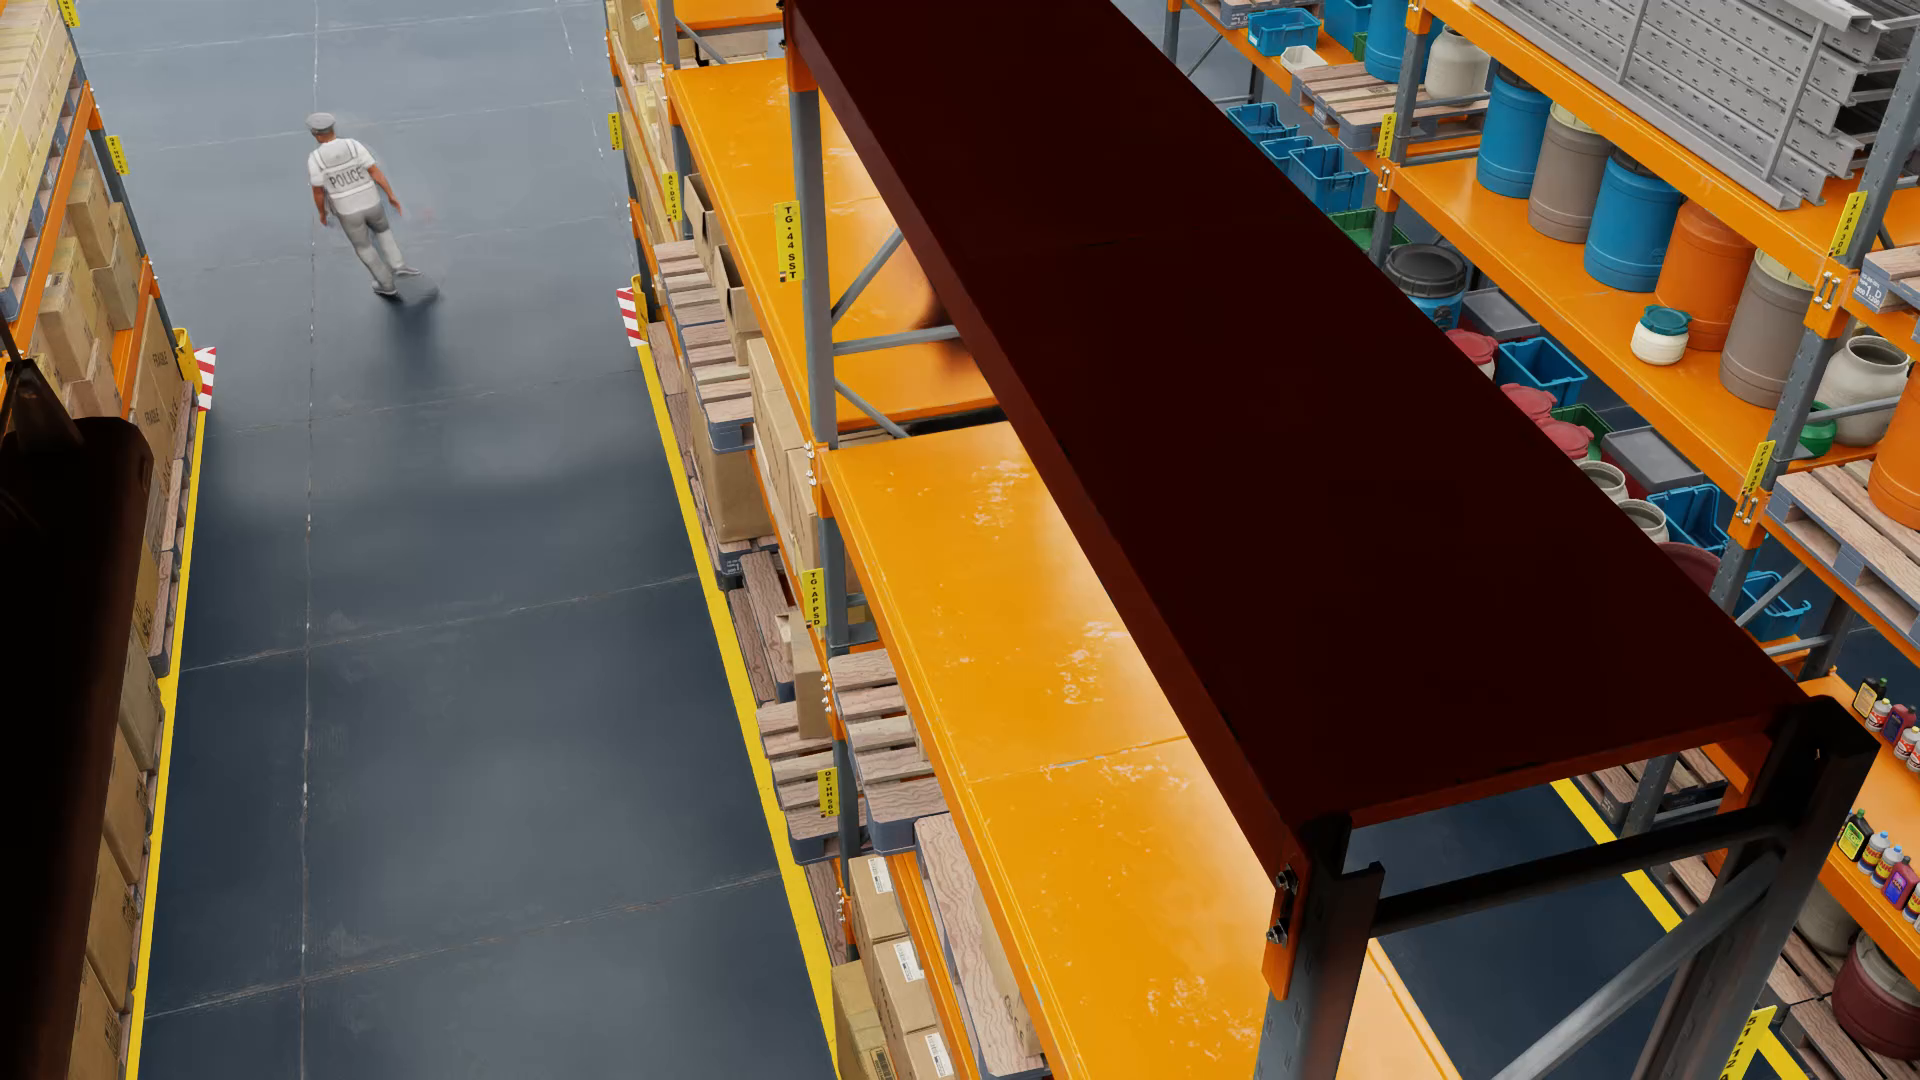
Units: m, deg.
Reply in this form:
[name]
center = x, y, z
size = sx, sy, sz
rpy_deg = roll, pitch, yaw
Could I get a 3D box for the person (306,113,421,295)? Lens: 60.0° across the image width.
[person]
center = -5.529, -3.066, 15.338
size = 0.713, 1.703, 0.604
rpy_deg = -25, 45, -28
